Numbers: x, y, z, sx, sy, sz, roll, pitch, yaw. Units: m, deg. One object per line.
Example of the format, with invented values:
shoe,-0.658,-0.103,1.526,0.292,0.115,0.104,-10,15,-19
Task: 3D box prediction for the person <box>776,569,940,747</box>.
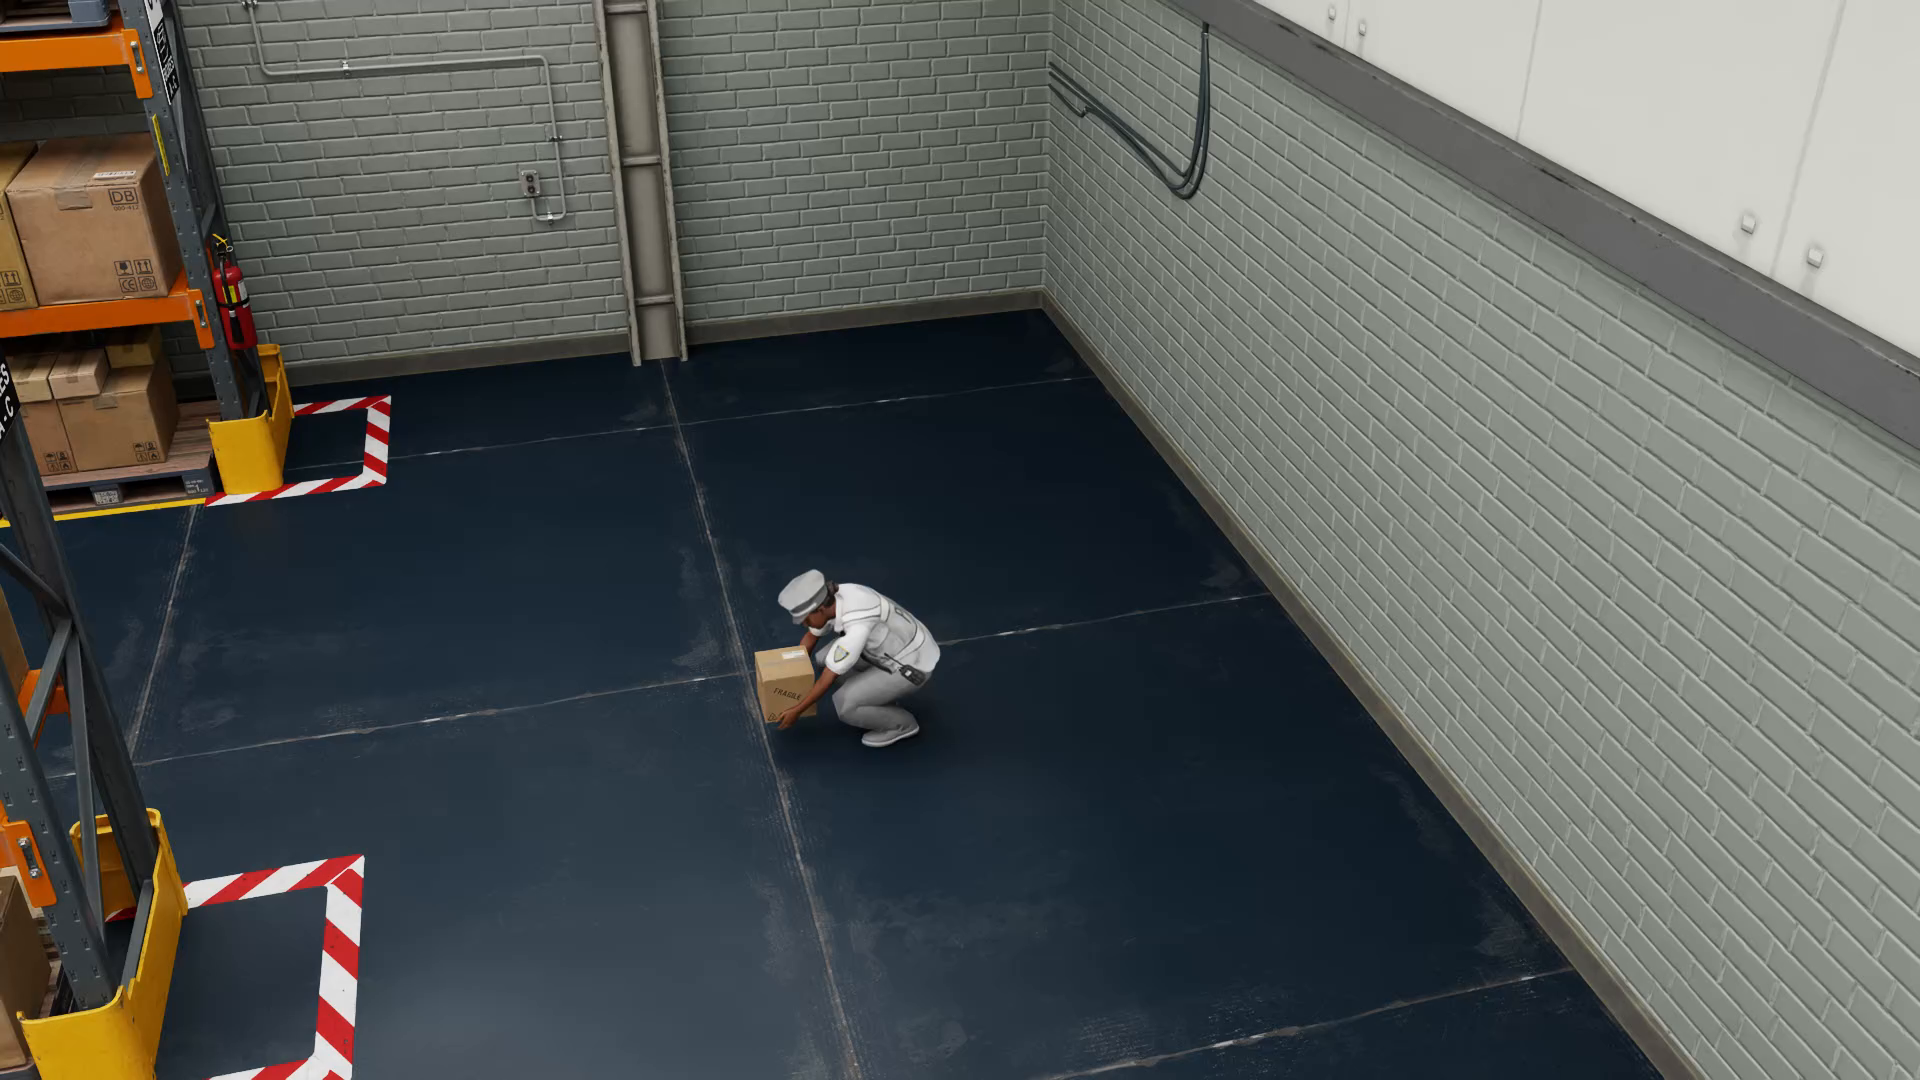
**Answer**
person,-0.515,0.527,8.050,0.834,0.957,0.502,-8,31,-13
